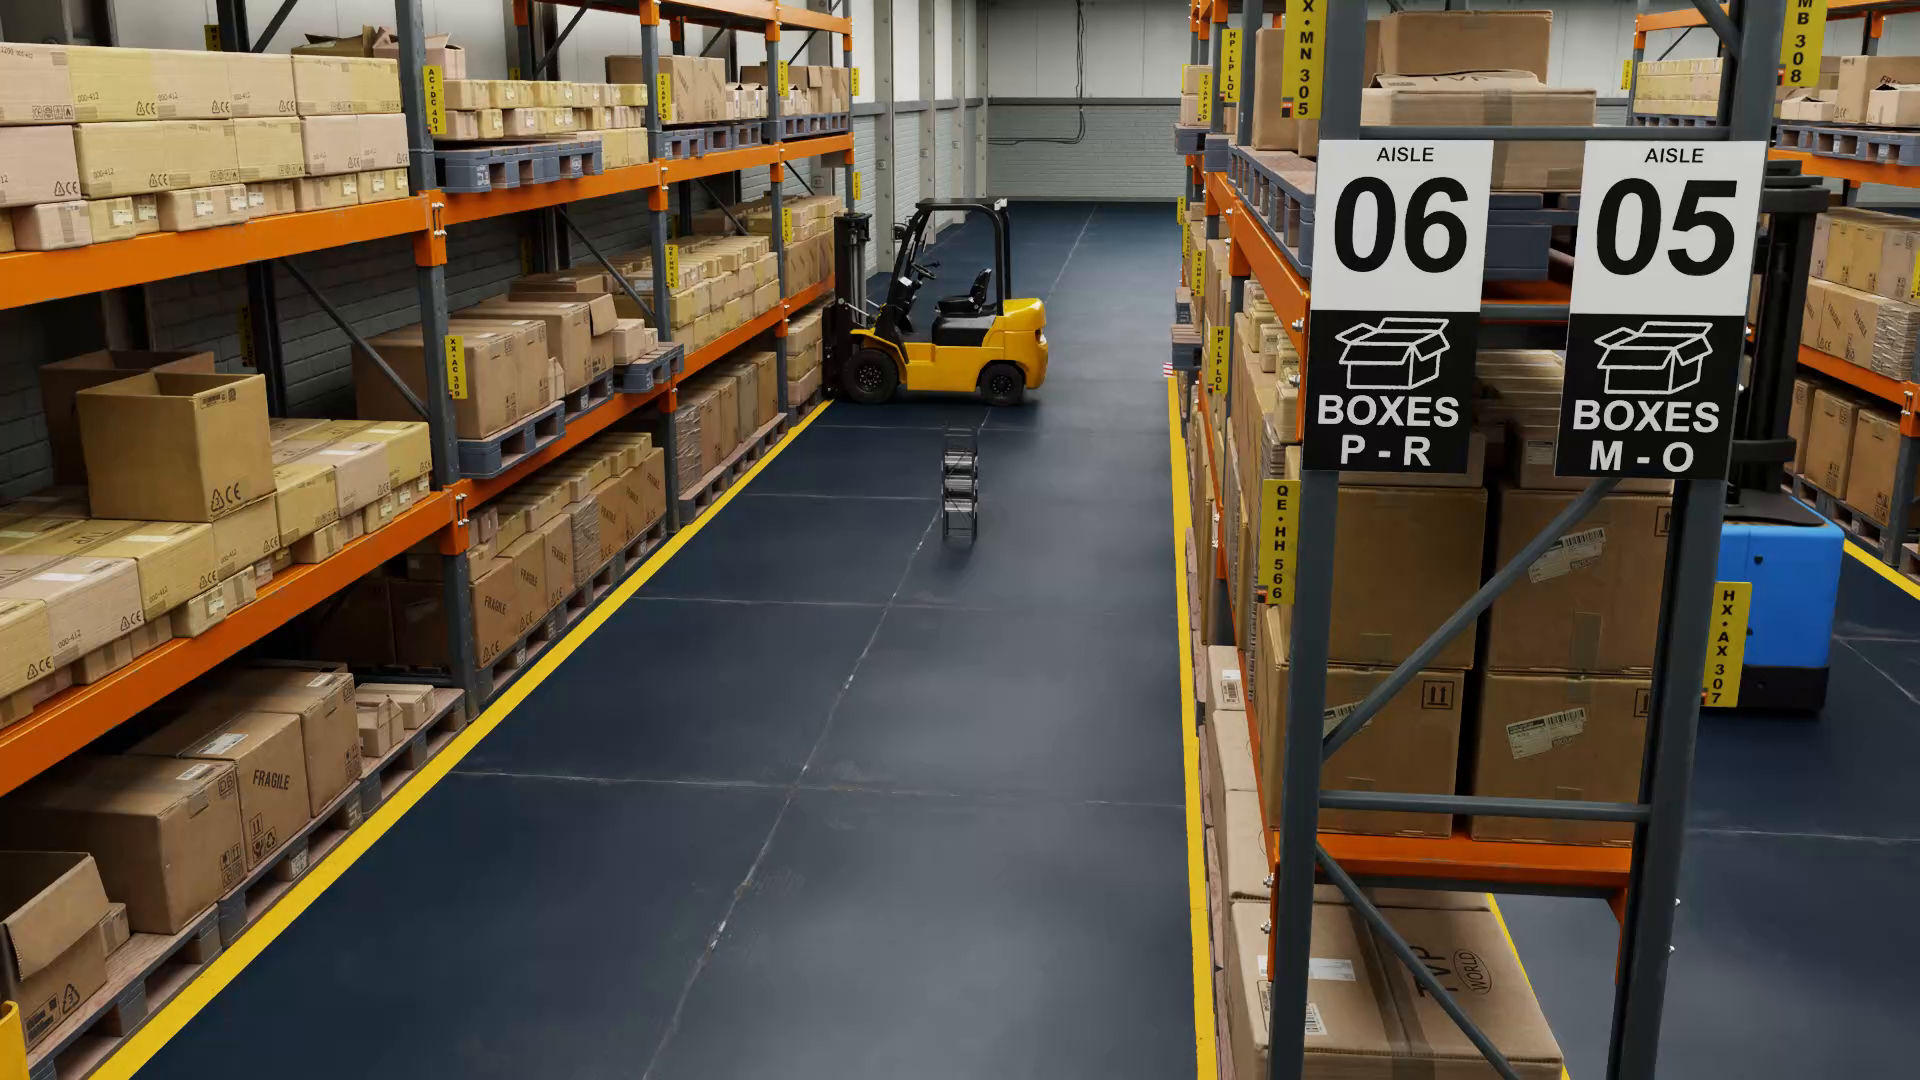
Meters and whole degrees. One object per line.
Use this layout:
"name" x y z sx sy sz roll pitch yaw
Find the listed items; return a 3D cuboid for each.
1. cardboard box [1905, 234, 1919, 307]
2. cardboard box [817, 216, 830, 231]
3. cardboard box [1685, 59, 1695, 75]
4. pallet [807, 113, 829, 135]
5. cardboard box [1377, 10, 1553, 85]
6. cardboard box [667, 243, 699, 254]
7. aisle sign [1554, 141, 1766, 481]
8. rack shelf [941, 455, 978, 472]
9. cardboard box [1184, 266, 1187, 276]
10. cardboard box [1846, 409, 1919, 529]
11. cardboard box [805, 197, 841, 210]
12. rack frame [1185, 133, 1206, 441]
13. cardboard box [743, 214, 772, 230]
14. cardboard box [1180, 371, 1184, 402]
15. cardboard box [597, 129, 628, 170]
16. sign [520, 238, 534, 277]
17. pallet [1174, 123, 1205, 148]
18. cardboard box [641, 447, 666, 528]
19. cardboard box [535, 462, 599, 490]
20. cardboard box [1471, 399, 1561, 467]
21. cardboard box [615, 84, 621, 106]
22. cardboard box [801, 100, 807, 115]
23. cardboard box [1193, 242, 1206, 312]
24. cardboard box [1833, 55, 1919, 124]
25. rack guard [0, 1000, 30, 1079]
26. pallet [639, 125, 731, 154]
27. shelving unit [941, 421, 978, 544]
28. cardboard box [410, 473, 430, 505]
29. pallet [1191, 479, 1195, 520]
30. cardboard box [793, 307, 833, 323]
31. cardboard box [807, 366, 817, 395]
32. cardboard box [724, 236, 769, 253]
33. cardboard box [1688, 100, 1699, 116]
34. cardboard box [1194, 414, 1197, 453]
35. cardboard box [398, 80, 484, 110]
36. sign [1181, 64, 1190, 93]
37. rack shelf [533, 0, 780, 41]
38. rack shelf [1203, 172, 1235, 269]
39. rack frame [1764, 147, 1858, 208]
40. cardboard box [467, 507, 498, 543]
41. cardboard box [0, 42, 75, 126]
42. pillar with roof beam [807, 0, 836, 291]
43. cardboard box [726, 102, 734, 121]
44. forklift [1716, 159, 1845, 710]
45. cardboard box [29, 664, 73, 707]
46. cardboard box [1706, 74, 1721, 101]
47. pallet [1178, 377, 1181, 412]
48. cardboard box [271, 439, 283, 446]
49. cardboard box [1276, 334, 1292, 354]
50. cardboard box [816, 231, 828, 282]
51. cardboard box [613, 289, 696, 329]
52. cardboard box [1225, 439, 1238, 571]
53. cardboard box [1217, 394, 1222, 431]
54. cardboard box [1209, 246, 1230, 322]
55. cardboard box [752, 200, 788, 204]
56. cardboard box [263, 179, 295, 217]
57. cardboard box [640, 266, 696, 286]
"cardboard box" 7.243 -1.903 11.846 0.700 0.500 0.500 2 15 6
"cardboard box" -1.659 -3.525 18.519 0.380 0.149 0.250 2 15 7
"cardboard box" 7.529 -4.754 16.708 0.380 0.149 0.250 2 15 7
"pallet" -2.018 -4.501 17.984 1.003 0.211 1.213 2 15 6
"cardboard box" 1.726 -1.566 5.774 0.500 0.500 0.500 2 15 7
"cardboard box" -2.601 -2.635 15.226 0.380 0.149 0.250 2 15 6
"aisle sign" 1.630 -0.528 3.889 0.394 0.787 0.004 2 15 6
"rack shelf" -0.001 -0.574 12.499 0.258 0.077 0.200 2 15 6
"cardboard box" 2.712 -3.050 18.677 0.380 0.149 0.250 2 15 7
"cardboard box" 7.340 -0.528 12.373 1.050 0.750 0.750 1 15 5
"cardboard box" -1.605 -3.937 19.470 0.380 0.149 0.250 2 15 6
"rack frame" 2.704 -2.413 15.839 1.000 3.000 0.127 2 15 6
"cardboard box" -1.976 -3.208 16.776 0.380 0.149 0.250 2 15 7
"cardboard box" 2.553 -1.588 17.251 0.500 0.250 0.500 1 15 5
"cardboard box" -2.553 -2.626 11.167 0.500 0.250 0.500 2 15 6
"sign" -3.232 -2.095 12.446 0.100 0.325 0.005 2 15 6
"pallet" 2.528 -3.613 14.891 1.213 0.211 1.003 2 15 6
"cardboard box" -2.514 -0.401 12.382 0.500 0.500 0.500 2 15 8
"cardboard box" -2.660 -0.424 11.224 0.380 0.149 0.250 1 15 5
"cardboard box" 1.624 -0.299 4.670 0.380 0.149 0.250 2 15 8
"cardboard box" -2.560 -3.069 11.474 0.380 0.149 0.250 1 15 4
"cardboard box" -1.790 -4.443 17.084 0.380 0.149 0.250 2 15 8
"cardboard box" 2.075 -2.031 12.859 0.500 0.500 0.500 1 15 5
"cardboard box" 7.100 -3.462 12.785 0.500 0.500 0.500 2 15 6
"rack guard" -3.574 1.741 5.265 1.175 0.500 0.348 2 15 6
"pallet" -2.569 -3.346 13.906 1.003 0.211 1.213 2 15 9
"shelving unit" -0.001 -0.432 12.537 0.258 0.900 0.210 2 15 6
"cardboard box" -2.916 -0.272 8.402 0.380 0.149 0.250 2 15 7
"pallet" 2.342 -0.232 13.116 1.003 0.211 1.213 2 15 6
"cardboard box" -1.683 -2.430 18.450 0.500 0.250 0.500 1 15 5
"cardboard box" -1.803 -1.681 17.597 0.500 0.250 0.500 1 15 5
"cardboard box" -2.047 -2.824 15.927 0.380 0.149 0.250 2 15 8
"cardboard box" 7.499 -4.305 16.576 0.380 0.149 0.250 2 15 6
"cardboard box" 2.493 -0.844 14.267 0.950 0.372 0.625 2 15 8
"cardboard box" -2.662 -2.269 8.476 0.380 0.149 0.250 2 15 8
"sign" 2.616 -5.336 19.229 0.100 0.325 0.005 2 15 6
"rack shelf" -2.454 -4.395 13.821 1.077 0.370 4.000 2 15 6
"rack shelf" 2.027 -1.957 9.786 1.077 0.370 4.000 2 15 6
"rack frame" 7.634 -2.293 15.397 1.000 3.000 0.127 2 15 6
"cardboard box" -2.845 -0.090 9.420 0.380 0.149 0.250 1 15 4
"cardboard box" -3.207 -1.445 5.274 0.500 0.250 0.500 2 15 6
"pillar with roof beam" 2.203 -7.767 24.146 9.100 9.000 0.400 2 15 6
"cardboard box" -2.138 -3.642 14.122 0.380 0.149 0.250 2 15 6
"forklift" 4.355 -0.831 10.121 1.130 2.935 3.031 2 15 7
"cardboard box" -3.295 0.462 5.689 0.380 0.149 0.250 1 15 6
"cardboard box" 7.491 -4.330 15.903 0.500 0.250 0.500 2 15 6
"pallet" 2.880 -1.559 18.024 1.003 0.211 1.213 2 15 6
"cardboard box" -3.505 -0.304 7.756 0.500 0.250 0.500 2 15 6
"cardboard box" 1.329 -0.644 5.946 0.380 0.149 0.250 2 15 8
"cardboard box" -1.743 -3.111 18.228 0.500 0.500 0.500 2 15 7
"cardboard box" -2.362 -1.797 12.890 0.500 0.250 0.500 2 15 6
"cardboard box" 1.427 -0.142 7.249 0.500 0.500 0.500 2 15 7
"cardboard box" 1.658 -0.758 9.050 0.500 0.250 0.500 2 15 8
"cardboard box" 1.907 -1.657 10.936 0.500 0.500 0.500 2 15 6
"cardboard box" -2.154 -3.751 18.784 0.380 0.149 0.250 2 15 8
"cardboard box" -3.040 -1.443 6.988 0.380 0.149 0.250 2 15 8
"cardboard box" -2.319 -2.093 13.221 0.380 0.149 0.250 2 15 8
